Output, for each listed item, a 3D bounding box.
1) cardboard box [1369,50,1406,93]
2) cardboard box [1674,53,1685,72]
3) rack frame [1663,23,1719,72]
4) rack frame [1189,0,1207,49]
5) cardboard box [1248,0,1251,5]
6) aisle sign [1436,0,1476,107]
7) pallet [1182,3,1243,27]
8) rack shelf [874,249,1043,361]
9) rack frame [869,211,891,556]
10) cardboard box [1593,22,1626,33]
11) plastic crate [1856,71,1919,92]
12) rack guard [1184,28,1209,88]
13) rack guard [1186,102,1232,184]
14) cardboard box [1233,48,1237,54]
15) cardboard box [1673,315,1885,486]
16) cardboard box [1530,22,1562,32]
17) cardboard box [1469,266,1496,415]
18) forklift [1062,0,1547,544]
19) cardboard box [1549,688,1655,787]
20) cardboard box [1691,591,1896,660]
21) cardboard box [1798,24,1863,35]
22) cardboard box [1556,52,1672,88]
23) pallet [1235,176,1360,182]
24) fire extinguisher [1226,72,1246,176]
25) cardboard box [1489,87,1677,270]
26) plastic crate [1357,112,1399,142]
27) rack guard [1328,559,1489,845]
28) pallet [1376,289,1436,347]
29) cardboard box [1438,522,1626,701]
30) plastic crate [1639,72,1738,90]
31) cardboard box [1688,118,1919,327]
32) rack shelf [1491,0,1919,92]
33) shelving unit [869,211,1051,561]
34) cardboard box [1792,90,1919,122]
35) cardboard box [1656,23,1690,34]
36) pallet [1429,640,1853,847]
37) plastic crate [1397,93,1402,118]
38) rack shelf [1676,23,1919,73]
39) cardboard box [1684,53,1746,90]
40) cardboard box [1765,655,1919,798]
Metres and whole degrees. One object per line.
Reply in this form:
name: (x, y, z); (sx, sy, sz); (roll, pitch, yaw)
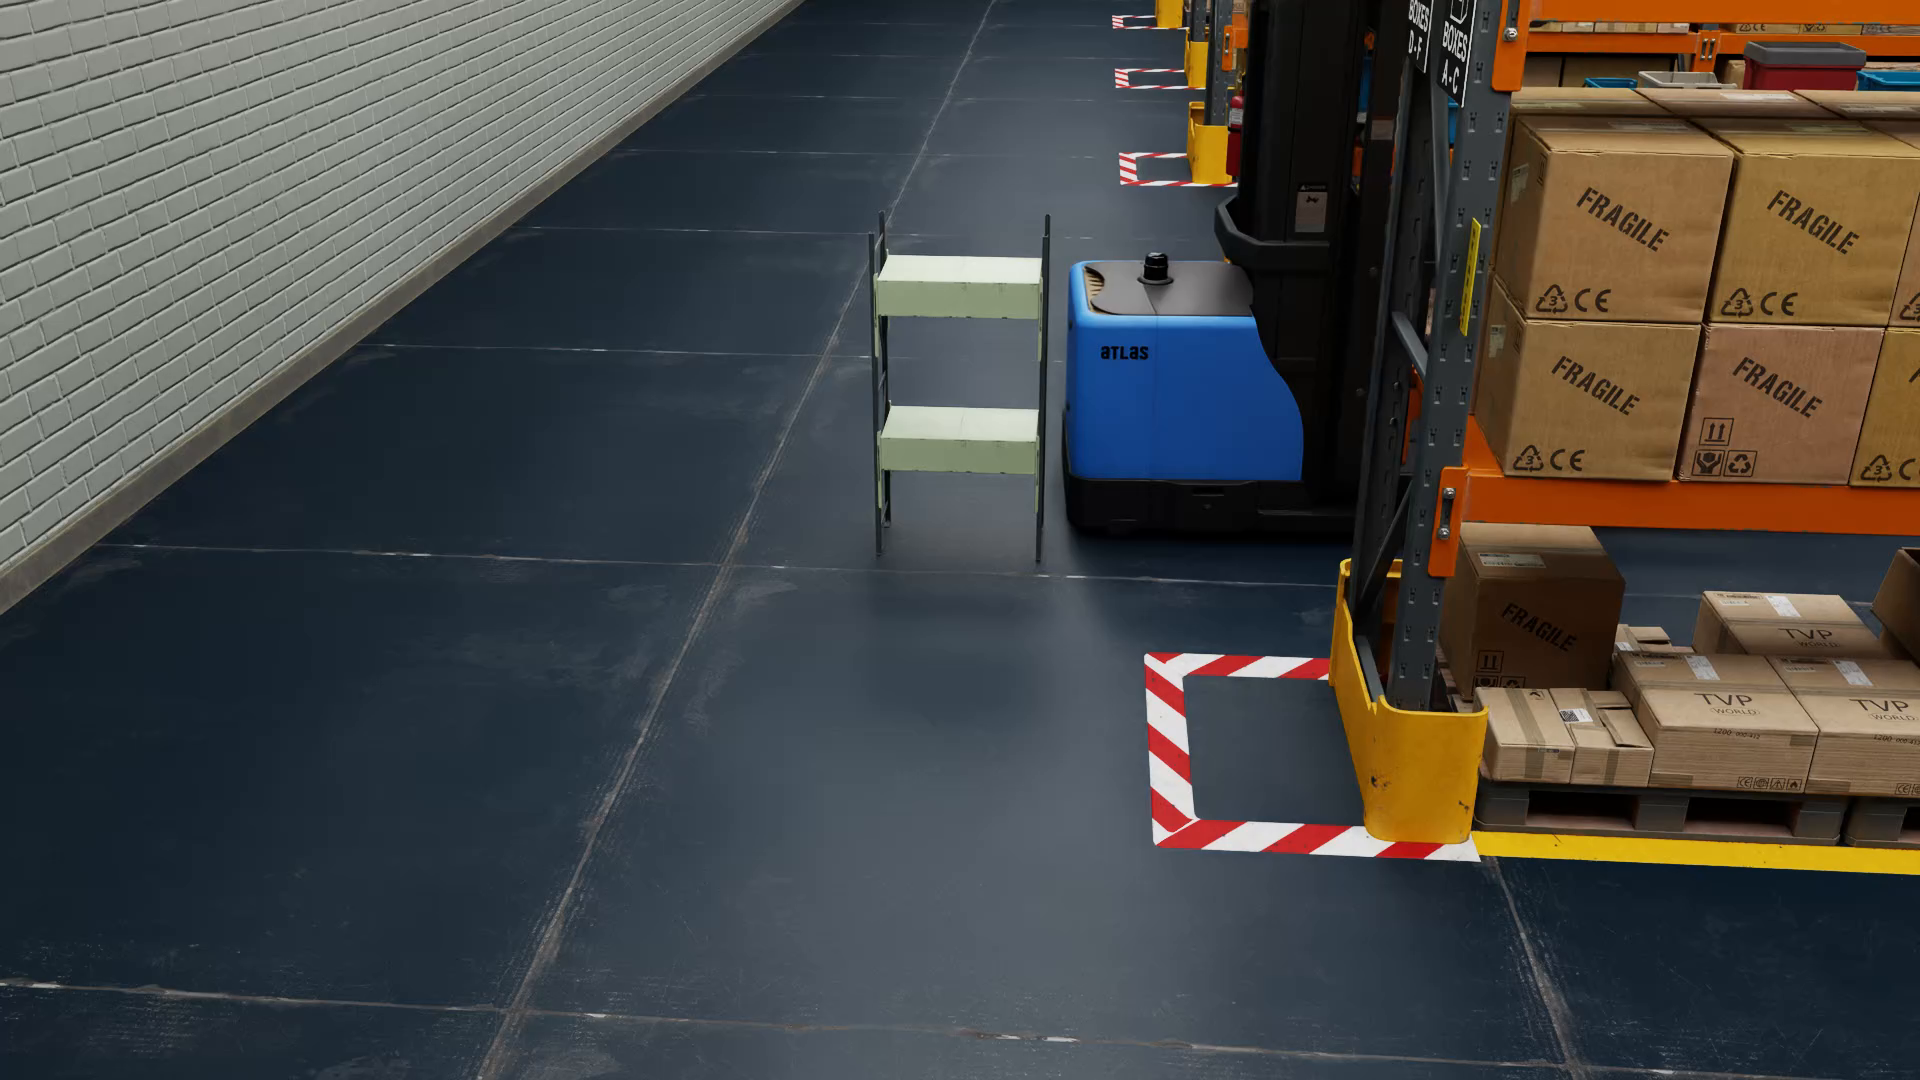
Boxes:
cardboard box: (3.829, -3.931, 14.777); (0.875, 0.875, 0.875); (2, 25, 4)
cardboard box: (7.990, -5.562, 18.771); (0.500, 0.500, 0.500); (3, 25, 6)
rack frame: (6.265, -4.593, 14.178); (0.127, 3.000, 1.000); (2, 25, 4)
rack frame: (2.757, -6.785, 18.942); (0.127, 3.000, 1.000); (2, 25, 4)
cardboard box: (2.735, -4.660, 14.147); (0.500, 0.250, 0.500); (1, 25, 3)
aisle sign: (1.424, -1.653, 4.679); (0.004, 0.787, 0.394); (2, 25, 4)
pallet: (3.839, -7.592, 24.030); (1.213, 0.211, 1.003); (2, 25, 4)
rack shelf: (0.007, -1.036, 7.307); (0.720, 0.370, 0.431); (2, 25, 4)
rack frame: (-0.358, -0.693, 7.495); (0.023, 1.500, 0.400); (2, 25, 4)
cardboard box: (5.424, -4.369, 13.990); (0.250, 0.149, 0.380); (1, 25, 3)
plastic crate: (5.394, -2.422, 9.406); (0.575, 0.384, 0.392); (2, 25, 4)
rack guard: (2.833, -5.647, 19.459); (0.348, 0.500, 1.175); (2, 25, 4)
rack guard: (2.253, -3.587, 14.980); (0.348, 0.500, 1.175); (2, 25, 4)
cardboard box: (3.260, -5.692, 19.119); (0.250, 0.149, 0.380); (3, 25, 6)
cardboard box: (2.452, -0.500, 5.162); (0.500, 0.500, 0.500); (2, 25, 3)
cardboard box: (4.910, -4.385, 14.026); (0.250, 0.149, 0.380); (2, 25, 5)
cardboard box: (1.982, -0.737, 5.678); (0.500, 0.500, 0.500); (3, 25, 6)
forklift: (2.030, -1.529, 7.601); (3.031, 2.935, 1.130); (1, 25, 1)
cardboard box: (2.155, 0.659, 5.626); (0.250, 0.166, 0.380); (2, 25, 4)
cardboard box: (3.021, 0.414, 6.058); (0.500, 0.250, 0.500); (2, 25, 4)
cardboard box: (7.206, -4.504, 13.864); (0.500, 0.500, 0.500); (2, 25, 4)
cardboard box: (5.613, -3.873, 14.652); (0.875, 0.875, 0.875); (2, 25, 4)
pallet: (3.080, -3.462, 15.054); (1.213, 0.211, 1.003); (2, 25, 4)
fire extinguisher: (1.782, -2.647, 10.486); (0.183, 0.674, 0.296); (2, 25, 4)
cardboard box: (1.980, -1.193, 5.472); (0.500, 0.500, 0.500); (2, 25, 4)
plastic crate: (2.432, -2.375, 9.600); (0.298, 0.136, 0.250); (2, 25, 4)
rack guard: (1.591, 0.545, 6.001); (0.348, 0.500, 1.175); (2, 25, 4)
pallet: (2.717, -1.348, 10.460); (1.213, 0.211, 1.003); (2, 25, 4)
cardboard box: (2.076, 0.258, 6.099); (0.500, 0.500, 0.500); (2, 25, 4)
plastic crate: (4.378, -2.628, 9.977); (0.530, 0.282, 0.437); (2, 25, 4)
cardboard box: (2.459, -0.955, 4.954); (0.500, 0.500, 0.500); (2, 25, 5)
rack shelf: (3.509, -1.565, 4.868); (4.000, 0.370, 1.077); (2, 25, 4)
shelving unit: (0.007, -0.681, 7.470); (0.755, 1.500, 0.431); (2, 25, 4)
cardboard box: (3.001, -1.162, 5.405); (0.500, 0.500, 0.500); (3, 25, 5)
cardboard box: (5.936, -4.352, 13.955); (0.250, 0.149, 0.380); (2, 25, 4)
pallet: (2.386, 0.702, 6.006); (1.213, 0.211, 1.003); (2, 25, 4)
plastic crate: (2.725, -2.614, 10.120); (0.243, 0.136, 0.396); (2, 25, 4)
rack shelf: (8.259, -4.203, 14.189); (4.000, 0.370, 1.077); (2, 25, 4)
cardboard box: (6.905, -3.807, 14.508); (0.875, 0.875, 1.225); (2, 25, 4)
cardboard box: (3.032, 0.624, 5.602); (0.500, 0.250, 0.500); (2, 25, 4)
